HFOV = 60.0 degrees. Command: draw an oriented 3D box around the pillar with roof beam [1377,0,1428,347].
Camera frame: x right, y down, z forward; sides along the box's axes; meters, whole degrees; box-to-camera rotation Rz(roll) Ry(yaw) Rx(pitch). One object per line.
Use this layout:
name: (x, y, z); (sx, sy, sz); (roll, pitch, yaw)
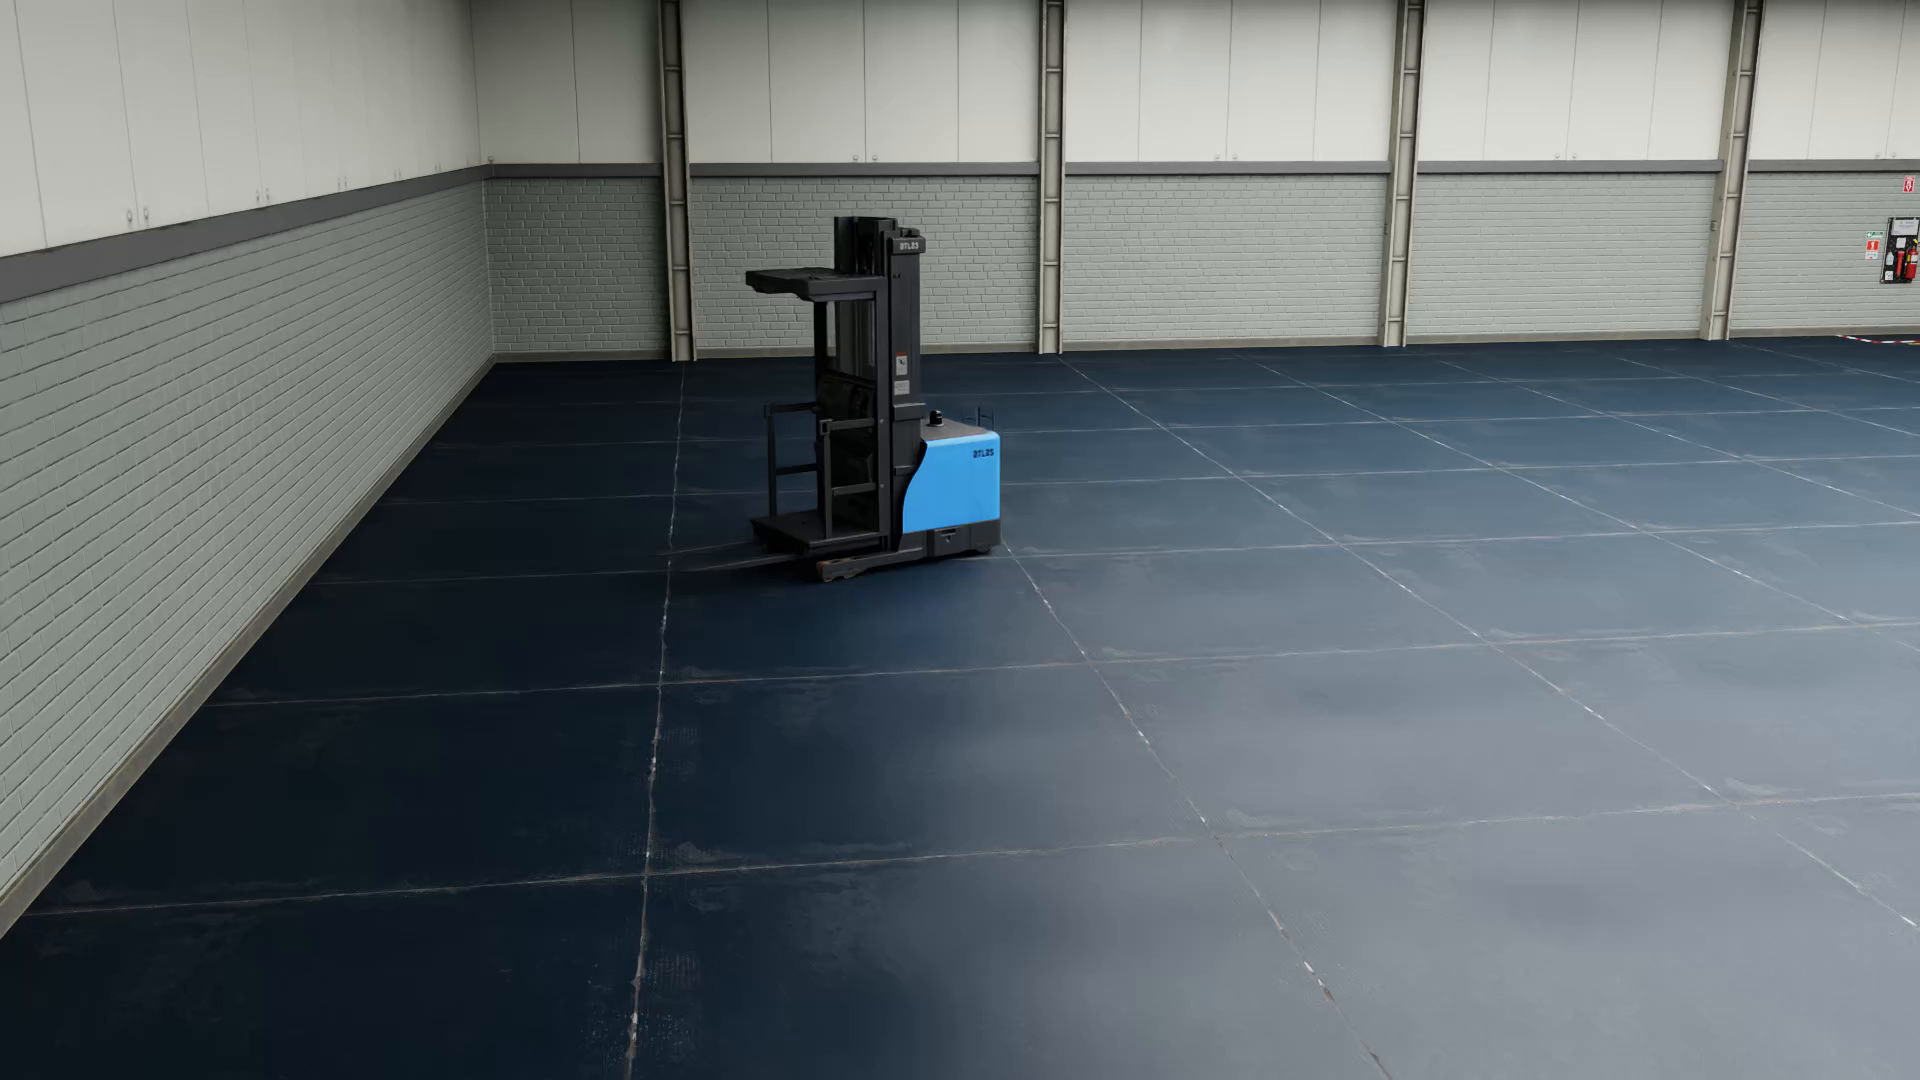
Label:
pillar with roof beam: (8.055, -6.675, 23.367); (0.400, 9.000, 9.100); (-2, 14, -8)

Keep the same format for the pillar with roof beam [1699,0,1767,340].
pillar with roof beam: (13.988, -6.892, 24.234); (0.400, 9.000, 9.100); (-2, 14, -8)

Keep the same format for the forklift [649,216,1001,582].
forklift: (-1.149, -1.221, 14.093); (3.031, 2.935, 1.130); (-9, 17, -32)

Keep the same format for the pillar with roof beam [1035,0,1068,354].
pillar with roof beam: (2.122, -6.458, 22.500); (0.400, 9.000, 9.100); (-2, 14, -8)

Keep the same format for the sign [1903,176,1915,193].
sign: (16.808, -6.303, 29.452); (0.199, 0.298, 0.001); (-2, 14, -8)

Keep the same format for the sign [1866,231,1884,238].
sign: (16.274, -5.432, 29.582); (0.331, 0.109, 0.001); (-2, 14, -8)

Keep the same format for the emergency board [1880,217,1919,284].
emergency board: (16.831, -5.155, 29.639); (0.643, 1.169, 0.194); (-2, 14, -8)

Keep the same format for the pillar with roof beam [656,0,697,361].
pillar with roof beam: (-3.811, -6.240, 21.633); (0.400, 9.000, 9.100); (-2, 14, -8)

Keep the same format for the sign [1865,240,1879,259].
sign: (16.268, -5.177, 29.654); (0.234, 0.329, 0.001); (-2, 14, -8)

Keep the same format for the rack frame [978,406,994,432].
rack frame: (0.237, -0.623, 15.267); (0.006, 1.200, 0.240); (-9, 17, -32)

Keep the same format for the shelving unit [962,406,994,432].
shelving unit: (0.161, -0.611, 15.218); (0.189, 1.200, 0.258); (-9, 17, -32)

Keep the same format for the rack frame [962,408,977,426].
rack frame: (0.084, -0.598, 15.170); (0.006, 1.200, 0.240); (-9, 17, -32)

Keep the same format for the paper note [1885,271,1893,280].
paper note: (16.645, -4.738, 29.787); (0.142, 0.148, 0.016); (-2, 14, -8)
